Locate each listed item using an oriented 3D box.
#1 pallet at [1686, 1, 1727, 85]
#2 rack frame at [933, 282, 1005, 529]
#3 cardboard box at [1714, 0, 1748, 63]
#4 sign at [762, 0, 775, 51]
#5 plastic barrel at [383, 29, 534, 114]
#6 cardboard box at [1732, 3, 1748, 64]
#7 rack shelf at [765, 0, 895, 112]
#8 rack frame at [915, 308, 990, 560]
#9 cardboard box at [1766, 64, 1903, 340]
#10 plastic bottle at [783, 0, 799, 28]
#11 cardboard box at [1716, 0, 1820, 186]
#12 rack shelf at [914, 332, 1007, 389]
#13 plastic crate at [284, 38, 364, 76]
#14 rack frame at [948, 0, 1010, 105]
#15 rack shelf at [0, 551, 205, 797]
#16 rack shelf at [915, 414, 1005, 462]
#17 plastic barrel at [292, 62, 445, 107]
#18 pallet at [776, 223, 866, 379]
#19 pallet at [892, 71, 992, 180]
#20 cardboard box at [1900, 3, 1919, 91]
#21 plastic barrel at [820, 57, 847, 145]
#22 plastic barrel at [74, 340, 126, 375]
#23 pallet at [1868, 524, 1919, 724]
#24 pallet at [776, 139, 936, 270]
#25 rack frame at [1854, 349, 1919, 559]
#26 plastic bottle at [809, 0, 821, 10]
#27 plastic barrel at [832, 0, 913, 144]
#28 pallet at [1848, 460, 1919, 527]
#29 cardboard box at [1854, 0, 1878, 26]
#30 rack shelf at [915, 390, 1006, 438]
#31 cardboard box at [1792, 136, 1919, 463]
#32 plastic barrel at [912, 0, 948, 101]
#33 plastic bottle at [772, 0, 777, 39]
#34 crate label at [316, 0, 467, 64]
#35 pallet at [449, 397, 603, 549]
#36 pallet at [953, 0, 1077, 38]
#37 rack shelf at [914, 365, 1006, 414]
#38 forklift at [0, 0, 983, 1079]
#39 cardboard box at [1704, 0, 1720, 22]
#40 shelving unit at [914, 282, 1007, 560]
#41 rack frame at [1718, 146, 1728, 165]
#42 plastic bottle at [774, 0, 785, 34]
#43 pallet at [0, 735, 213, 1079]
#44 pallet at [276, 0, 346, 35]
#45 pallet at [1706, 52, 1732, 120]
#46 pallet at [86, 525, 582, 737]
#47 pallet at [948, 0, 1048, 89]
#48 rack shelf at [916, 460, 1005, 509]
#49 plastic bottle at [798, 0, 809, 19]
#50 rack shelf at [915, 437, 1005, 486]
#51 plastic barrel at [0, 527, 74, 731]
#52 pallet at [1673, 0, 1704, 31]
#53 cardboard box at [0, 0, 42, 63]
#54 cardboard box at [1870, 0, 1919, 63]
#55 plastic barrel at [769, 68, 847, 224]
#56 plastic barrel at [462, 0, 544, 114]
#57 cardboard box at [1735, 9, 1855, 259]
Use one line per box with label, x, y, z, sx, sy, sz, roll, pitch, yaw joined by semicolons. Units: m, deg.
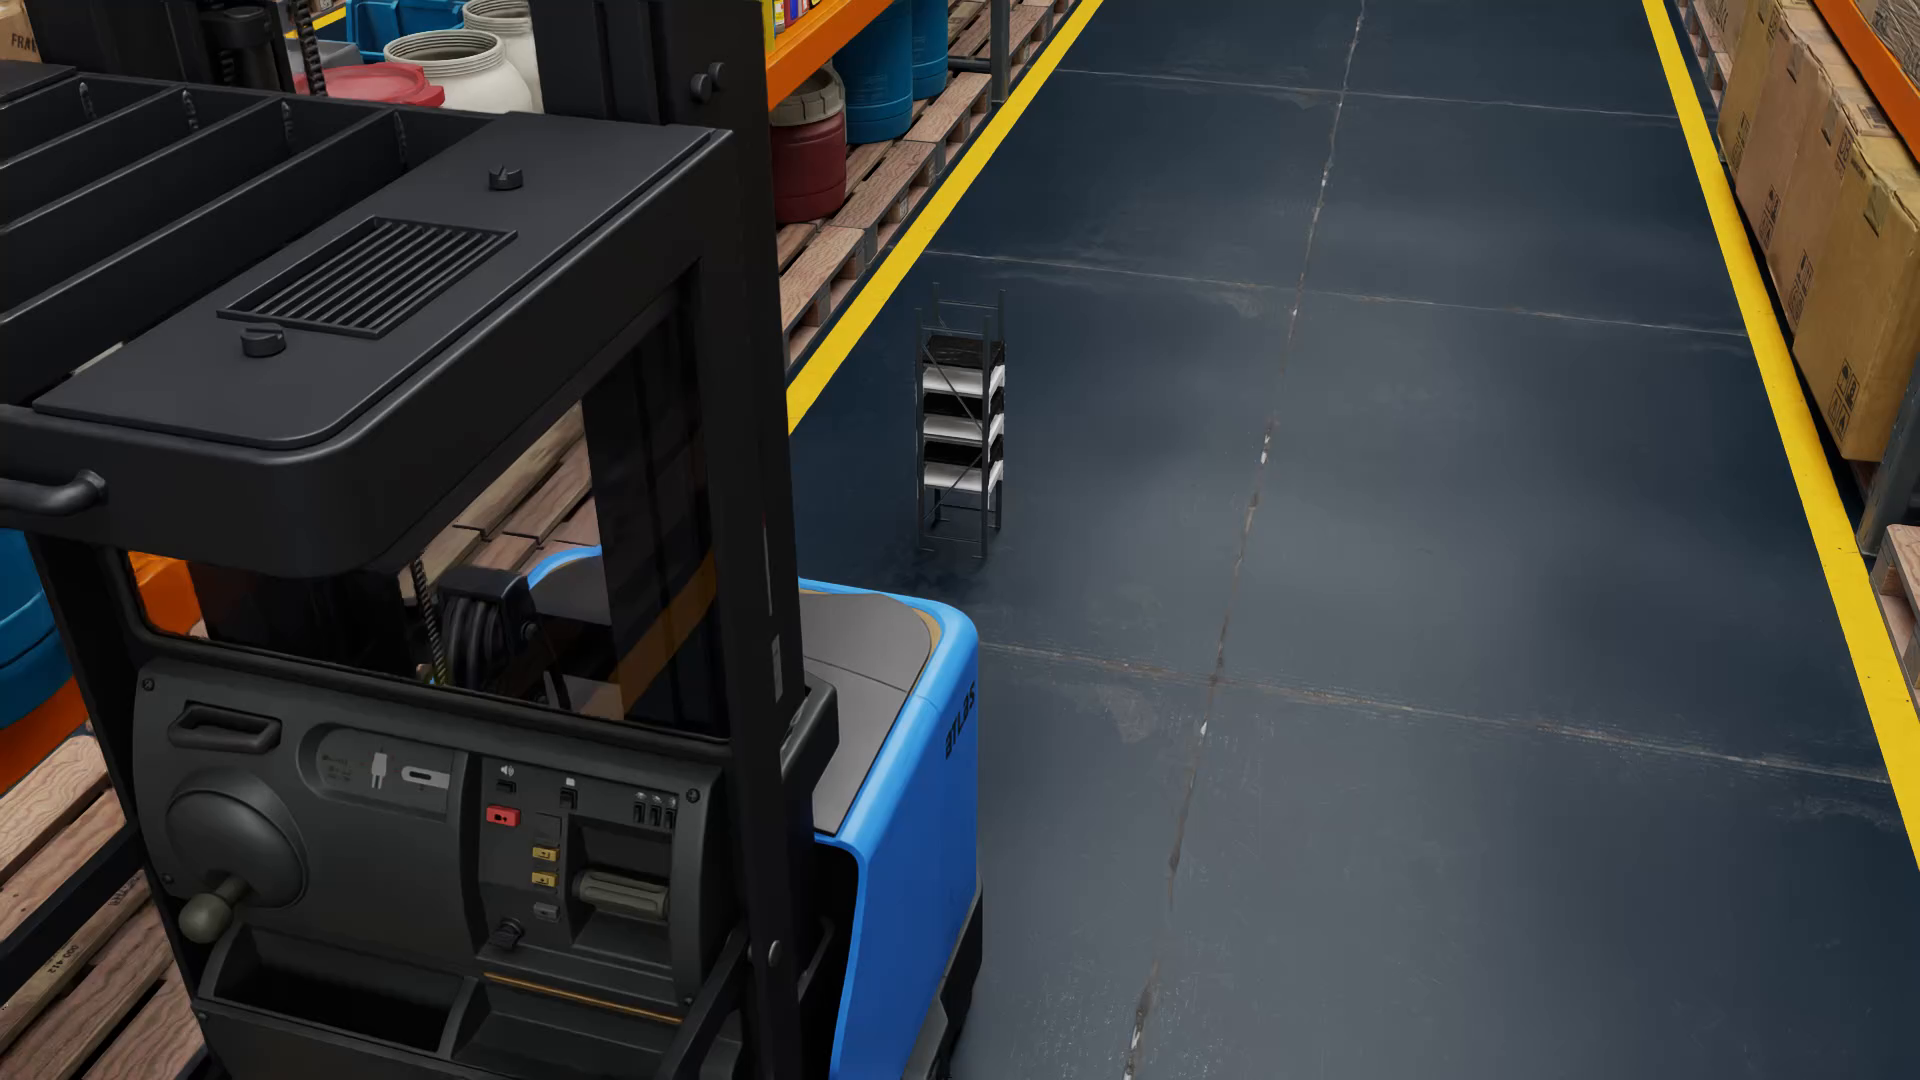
pallet;5.156;-3.089;10.413;1.003;0.211;1.213;8;33;12
rack frame;0.028;-0.437;5.598;0.240;0.900;0.006;8;33;12
cardboard box;5.054;-3.326;9.775;0.875;0.875;0.875;8;33;12
sign;-0.692;-1.843;5.701;0.100;0.325;0.005;8;33;12
plastic barrel;-1.387;-1.111;4.598;0.421;0.512;0.421;0;32;0
cardboard box;4.825;-2.859;9.040;0.875;0.875;0.875;8;33;12
rack shelf;-0.718;-2.580;7.683;1.077;0.370;4.000;8;33;12
rack frame;-0.024;-0.331;5.432;0.240;0.900;0.006;8;33;12
cardboard box;3.994;-1.269;6.539;1.225;0.875;0.875;8;33;13
plastic bottle;-0.676;-2.141;6.431;0.061;0.283;0.133;8;33;12
cardboard box;4.437;-2.193;7.992;1.225;0.875;0.875;8;33;13
rack shelf;0.002;-0.584;5.388;0.258;0.077;0.200;8;33;12
plastic crate;-1.932;-1.076;4.586;0.402;0.464;0.583;8;33;12
rack frame;-0.211;-3.921;9.122;1.000;3.000;0.127;8;33;12
rack shelf;-1.733;-0.504;4.418;1.077;0.370;4.000;8;33;12
rack shelf;0.002;-0.356;5.533;0.258;0.077;0.200;8;33;12
plastic barrel;-1.490;-0.899;4.242;0.433;0.535;0.433;0;32;0
pallet;-1.066;-1.084;7.258;1.003;0.211;1.213;8;33;12
pallet;-0.447;-2.350;9.249;1.003;0.211;1.213;8;33;12
cardboard box;3.583;-1.761;5.631;0.500;0.500;0.500;8;33;12
plastic barrel;-0.775;-2.120;8.217;0.421;0.512;0.421;0;32;0
plastic barrel;-1.786;-0.294;3.290;0.433;0.535;0.433;0;32;0
pallet;3.365;0.411;4.907;1.003;0.211;1.213;8;33;12
pallet;-0.754;-1.715;8.250;1.003;0.211;1.213;8;33;12
rack frame;3.565;-1.171;4.796;1.000;3.000;0.127;8;33;12
plastic bottle;-0.608;-2.280;6.650;0.061;0.283;0.133;8;33;12
plastic barrel;-0.545;-2.565;8.554;0.600;0.901;0.708;8;33;12
pallet;3.838;-0.393;6.172;1.003;0.211;1.213;8;33;12
cardboard box;3.842;-2.295;6.471;0.500;0.500;0.500;9;33;13
rack shelf;0.002;-0.432;5.485;0.258;0.077;0.200;8;33;12
cardboard box;3.760;-0.807;5.813;1.225;0.875;0.875;7;33;10
plastic barrel;-0.365;-2.933;9.132;0.600;0.901;0.708;8;33;12
plastic bottle;-0.747;-2.028;6.264;0.097;0.271;0.097;0;32;0
crate label;-1.739;-1.382;5.095;0.502;0.435;0.616;8;33;12
pallet;-1.460;-0.272;5.981;1.003;0.211;1.213;8;33;12
pallet;0.246;-3.766;11.478;1.003;0.211;1.213;8;33;12
rack shelf;0.002;-0.508;5.437;0.258;0.077;0.200;8;33;12
forklift;-0.852;0.494;2.241;1.130;2.935;3.031;9;34;14
cardboard box;5.279;-3.788;10.502;0.875;0.875;0.875;8;33;12
shelving unit;0.002;-0.384;5.515;0.258;0.900;0.210;8;33;12
rack frame;4.580;-3.247;8.061;1.000;3.000;0.127;8;33;12
plastic bottle;-0.723;-2.049;6.363;0.097;0.201;0.097;0;32;0
pallet;-2.079;0.994;3.989;1.003;0.211;1.213;8;33;12
pallet;-4.826;-3.777;11.495;1.003;0.211;1.213;8;33;12
pallet;4.849;-2.454;9.414;1.003;0.211;1.213;8;33;12
pallet;-1.771;0.359;4.988;1.003;0.211;1.213;8;33;12
pallet;-0.062;-3.131;10.479;1.003;0.211;1.213;8;33;12
rack shelf;0.002;-0.204;5.630;0.258;0.077;0.200;8;33;12
plastic bottle;-0.686;-2.214;6.552;0.152;0.276;0.135;8;33;12
rack shelf;0.002;-0.280;5.581;0.258;0.077;0.200;8;33;12
plastic barrel;-1.850;-0.141;2.708;0.600;0.901;0.708;8;33;12
pallet;5.468;-3.720;11.405;1.003;0.211;1.213;8;33;12
cardboard box;-5.237;-2.654;9.048;0.500;0.500;0.500;7;33;11
cardboard box;3.712;-2.031;6.056;0.500;0.500;0.500;7;33;11
plastic barrel;-0.831;-1.847;7.716;0.600;0.588;0.708;8;33;12
plastic barrel;-1.280;-1.330;4.942;0.421;0.512;0.421;0;32;0
cardboard box;4.211;-1.729;7.263;1.225;0.875;0.875;7;33;11
